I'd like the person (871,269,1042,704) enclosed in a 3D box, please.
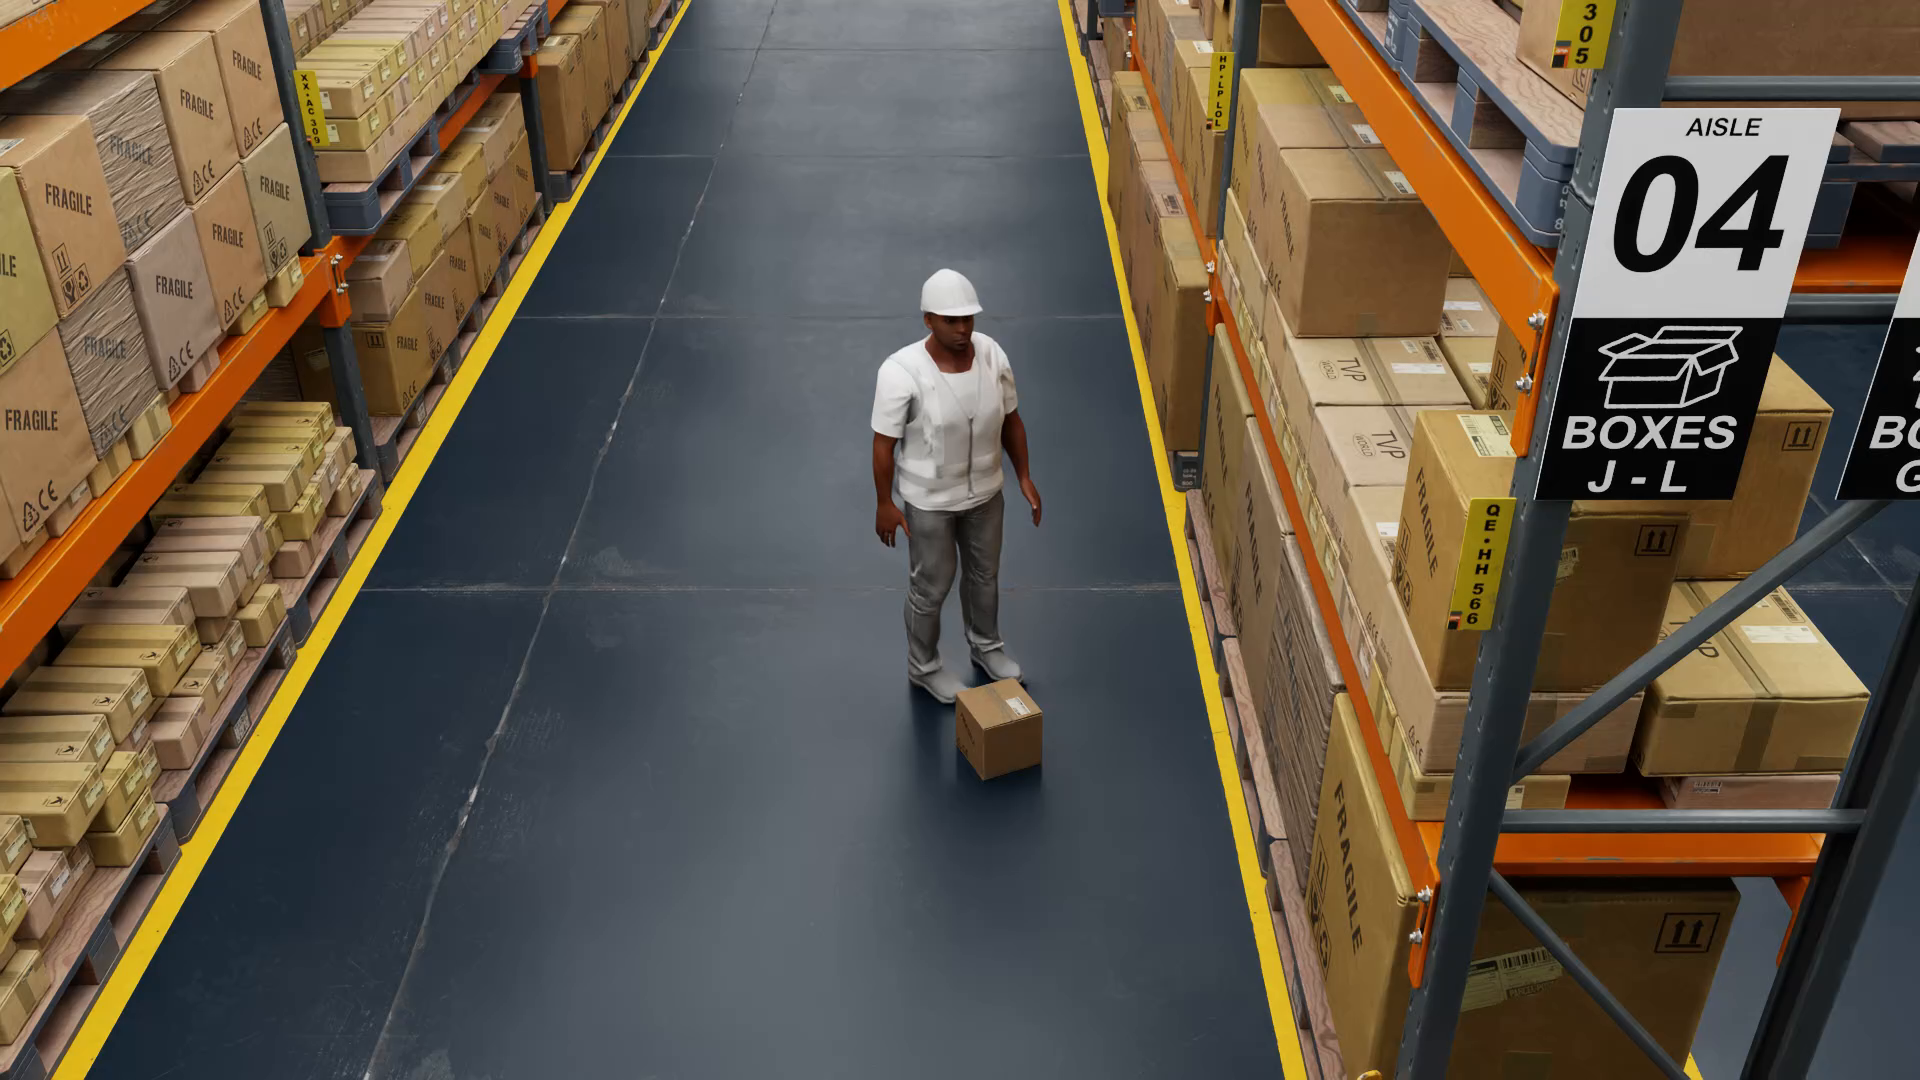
[{"bbox_3d":[-0.014,-0.171,6.356,0.618,1.774,0.411,-18,36,-26],"label":"person"}]
